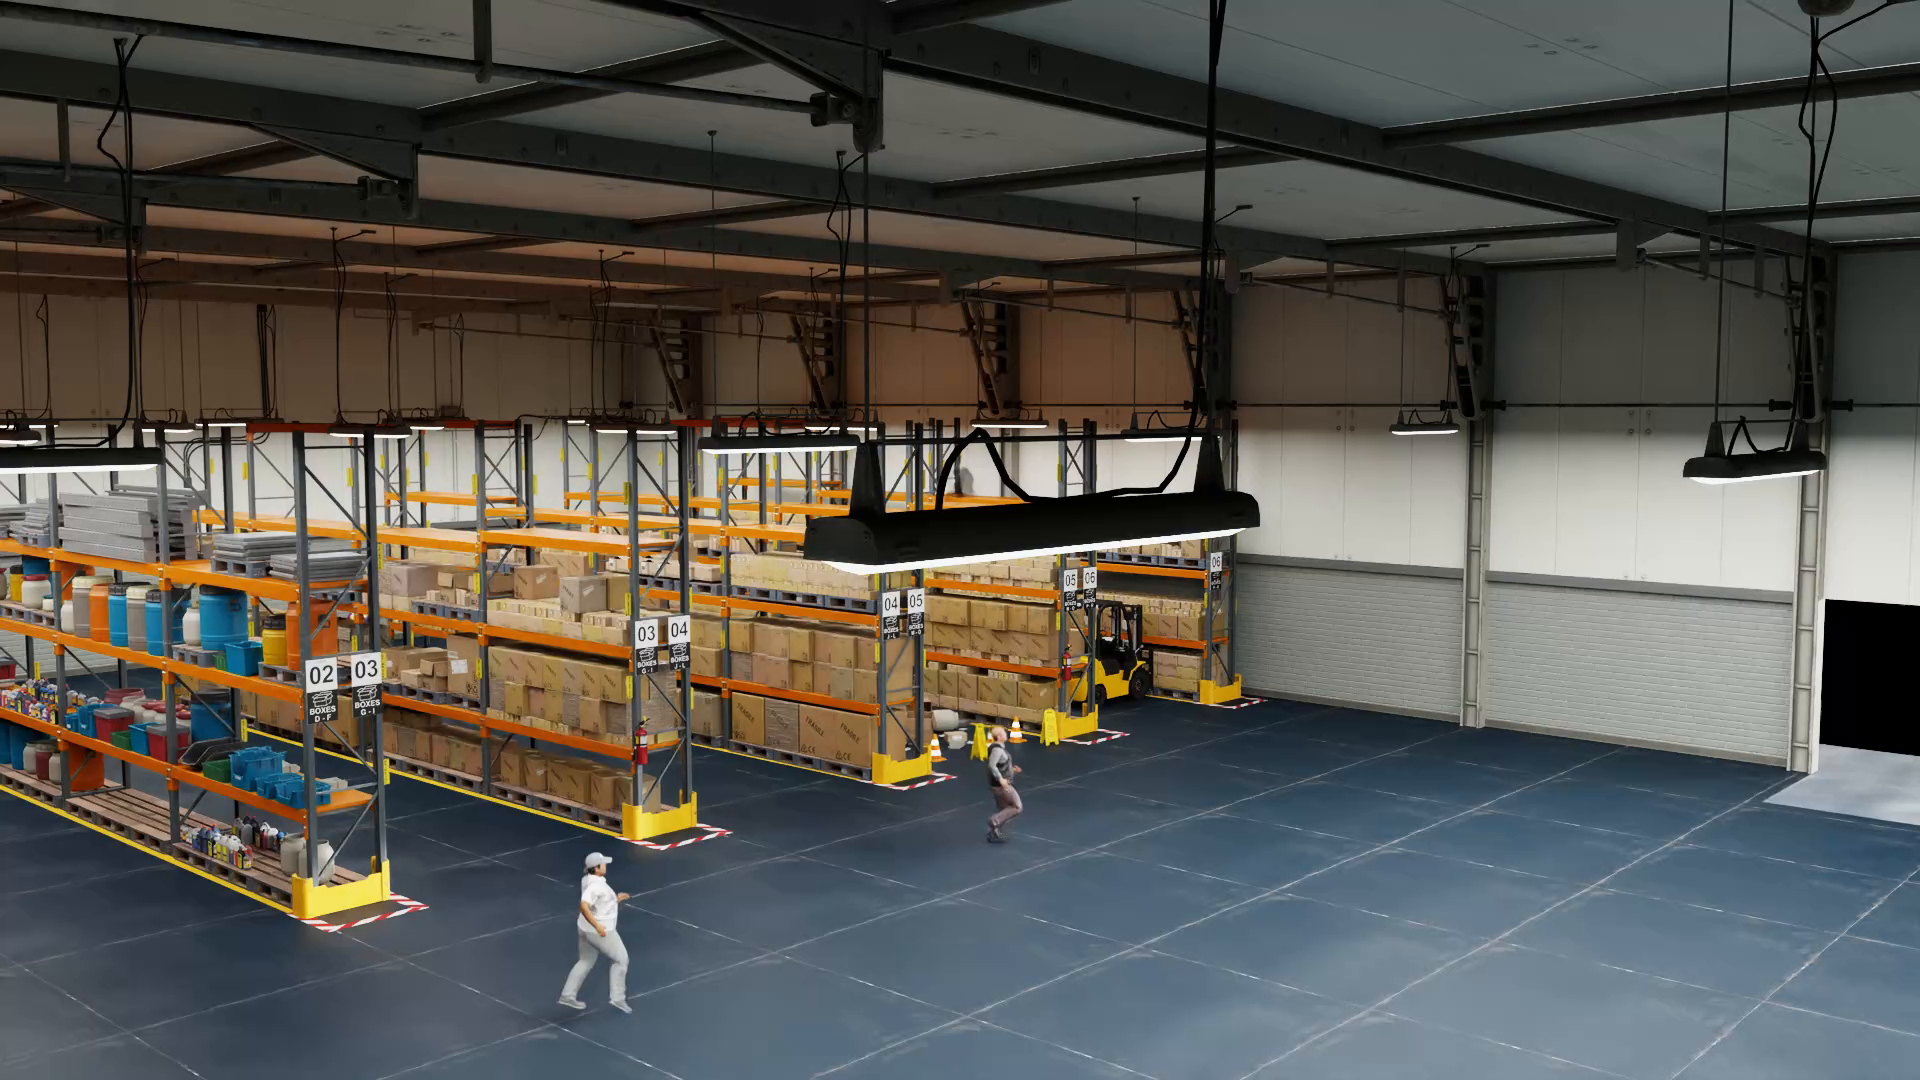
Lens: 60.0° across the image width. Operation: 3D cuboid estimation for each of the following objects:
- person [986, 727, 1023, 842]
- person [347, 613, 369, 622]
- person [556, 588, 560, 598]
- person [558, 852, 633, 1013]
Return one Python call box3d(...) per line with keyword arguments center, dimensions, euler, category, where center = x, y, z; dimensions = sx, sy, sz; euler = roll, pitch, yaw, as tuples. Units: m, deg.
box3d(center=(0.638, 3.532, 24.022), dimensions=(0.578, 1.684, 0.656), euler=(-1, 5, -10), category="person")
box3d(center=(-13.971, 2.302, 38.658), dimensions=(0.736, 1.753, 0.859), euler=(1, 5, 9), category="person")
box3d(center=(-10.607, 1.971, 43.472), dimensions=(0.758, 1.565, 0.704), euler=(-2, 5, -26), category="person")
box3d(center=(-3.779, 4.095, 17.234), dimensions=(0.764, 1.729, 0.579), euler=(-3, 6, -34), category="person")
